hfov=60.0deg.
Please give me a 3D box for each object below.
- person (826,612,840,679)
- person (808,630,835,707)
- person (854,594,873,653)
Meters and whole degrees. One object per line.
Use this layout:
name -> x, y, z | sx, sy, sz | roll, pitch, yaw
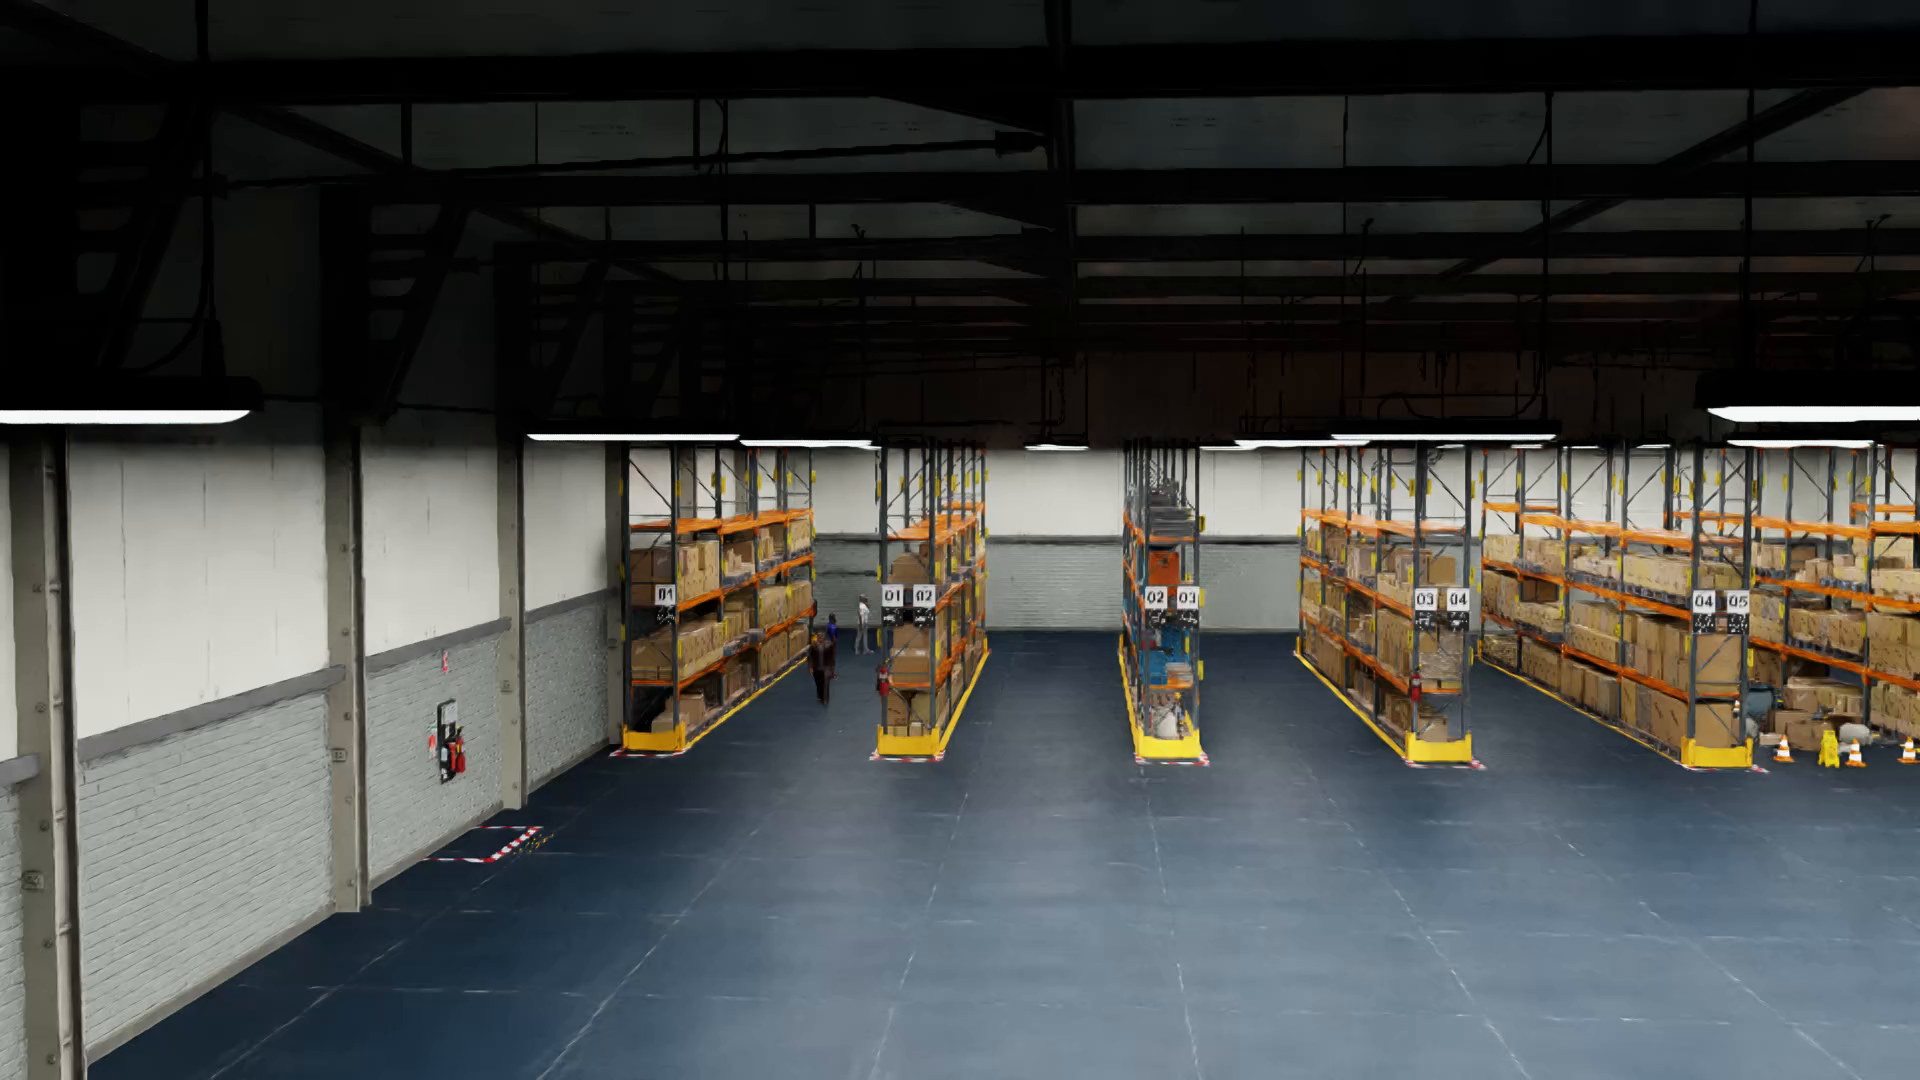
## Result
person -> -3.187, 2.644, 41.776 | 0.443, 1.661, 0.545 | -1, 3, -18
person -> -3.116, 2.858, 37.319 | 0.601, 1.698, 1.195 | 0, 3, 2
person -> -2.755, 2.370, 47.066 | 0.490, 1.666, 0.580 | 1, 3, 11
